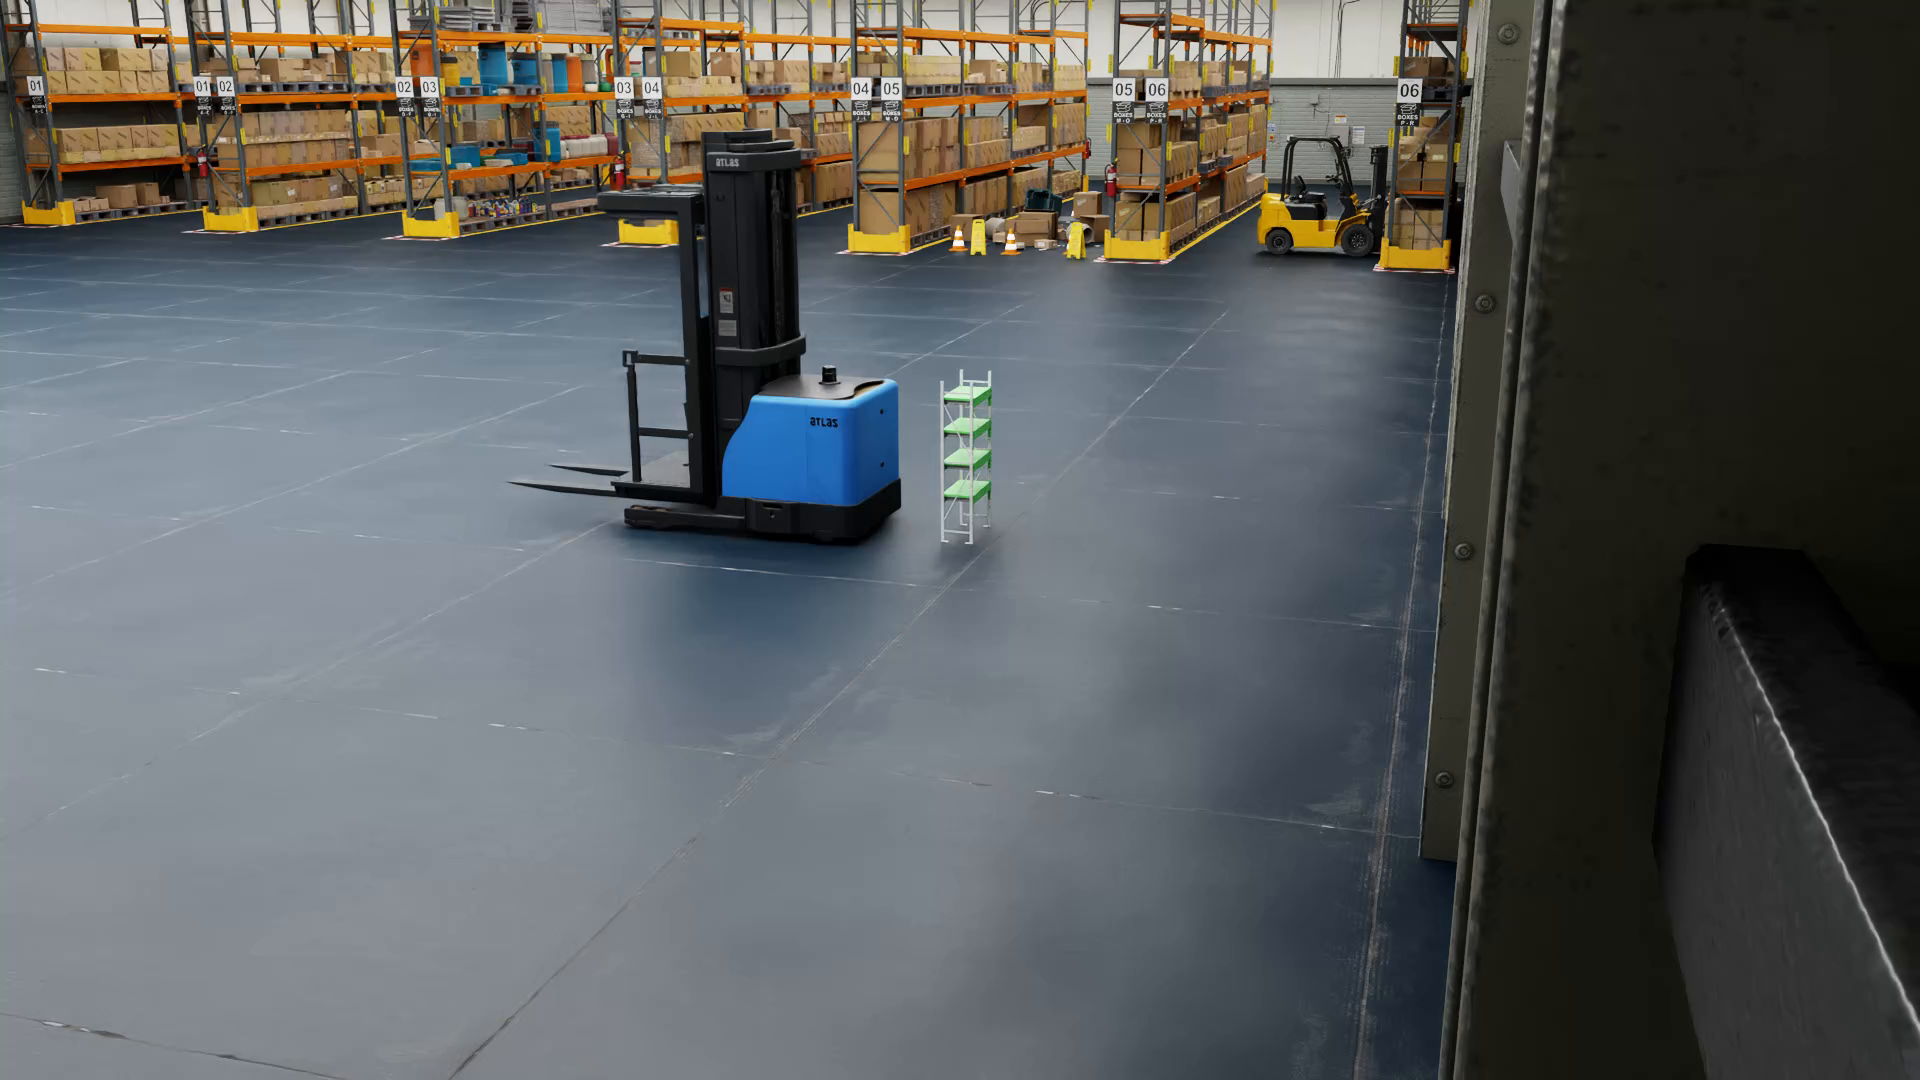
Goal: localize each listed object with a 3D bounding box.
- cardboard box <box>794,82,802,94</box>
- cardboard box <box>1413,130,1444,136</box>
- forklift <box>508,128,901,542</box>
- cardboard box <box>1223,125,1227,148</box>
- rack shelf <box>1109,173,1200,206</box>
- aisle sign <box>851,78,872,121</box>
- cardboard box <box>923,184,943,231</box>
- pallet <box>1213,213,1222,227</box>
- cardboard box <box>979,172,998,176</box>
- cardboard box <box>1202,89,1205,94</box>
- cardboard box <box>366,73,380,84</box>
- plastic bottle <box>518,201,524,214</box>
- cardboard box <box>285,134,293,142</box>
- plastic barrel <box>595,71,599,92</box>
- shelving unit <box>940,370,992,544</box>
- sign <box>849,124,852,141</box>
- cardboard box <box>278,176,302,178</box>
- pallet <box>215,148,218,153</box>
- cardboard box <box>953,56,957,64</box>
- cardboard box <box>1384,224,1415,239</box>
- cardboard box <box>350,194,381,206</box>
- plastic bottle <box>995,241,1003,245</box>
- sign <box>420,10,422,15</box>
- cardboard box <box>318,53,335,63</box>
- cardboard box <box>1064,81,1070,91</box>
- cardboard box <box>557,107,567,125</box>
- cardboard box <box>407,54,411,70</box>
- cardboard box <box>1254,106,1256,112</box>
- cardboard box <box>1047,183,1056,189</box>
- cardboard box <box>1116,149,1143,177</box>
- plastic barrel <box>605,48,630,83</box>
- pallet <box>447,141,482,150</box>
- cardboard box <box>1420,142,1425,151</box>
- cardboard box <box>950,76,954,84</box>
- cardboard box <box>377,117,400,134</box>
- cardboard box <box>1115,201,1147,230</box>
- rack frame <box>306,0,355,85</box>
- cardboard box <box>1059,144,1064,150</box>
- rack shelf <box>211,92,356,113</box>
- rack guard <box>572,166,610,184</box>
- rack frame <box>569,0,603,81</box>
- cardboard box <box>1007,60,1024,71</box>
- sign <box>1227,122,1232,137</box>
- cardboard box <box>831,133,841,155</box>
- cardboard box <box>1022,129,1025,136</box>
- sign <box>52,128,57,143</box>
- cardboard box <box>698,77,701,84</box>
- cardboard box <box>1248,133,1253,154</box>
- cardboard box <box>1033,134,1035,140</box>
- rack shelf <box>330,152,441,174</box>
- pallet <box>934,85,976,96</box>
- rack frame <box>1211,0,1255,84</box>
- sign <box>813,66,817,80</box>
[{"bbox_3d":[-4.020,-10.586,38.933,0.500,0.250,0.500,5,16,16],"label":"cardboard box"},{"bbox_3d":[10.556,-9.030,37.711,0.797,0.503,0.637,4,16,15],"label":"cardboard box"},{"bbox_3d":[-2.034,-1.612,12.642,3.031,2.935,1.130,5,17,18],"label":"forklift"},{"bbox_3d":[5.646,-8.974,36.973,0.500,0.500,0.500,4,16,14],"label":"cardboard box"},{"bbox_3d":[3.804,-6.805,32.143,1.077,0.370,4.000,5,16,16],"label":"rack shelf"},{"bbox_3d":[-1.847,-8.241,31.122,0.394,0.787,0.004,5,16,16],"label":"aisle sign"},{"bbox_3d":[-0.901,-6.817,33.989,0.875,0.875,0.875,5,17,16],"label":"cardboard box"},{"bbox_3d":[5.286,-7.175,37.239,1.003,0.211,1.213,5,16,16],"label":"pallet"},{"bbox_3d":[0.677,-8.638,39.723,0.500,0.250,0.500,4,16,15],"label":"cardboard box"},{"bbox_3d":[5.103,-9.813,35.741,0.797,0.503,0.637,5,16,16],"label":"cardboard box"},{"bbox_3d":[-14.288,-11.090,39.938,0.500,0.250,0.500,3,16,10],"label":"cardboard box"},{"bbox_3d":[-9.845,-7.445,37.252,0.061,0.283,0.133,6,17,20],"label":"plastic bottle"},{"bbox_3d":[-15.081,-8.949,37.011,0.380,0.149,0.250,4,16,15],"label":"cardboard box"},{"bbox_3d":[-9.123,-11.313,41.016,0.421,0.512,0.421,0,16,0],"label":"plastic barrel"},{"bbox_3d":[0.047,-0.621,12.318,0.258,1.200,0.503,5,16,16],"label":"shelving unit"},{"bbox_3d":[-2.055,-7.702,31.431,0.100,0.325,0.005,5,16,16],"label":"sign"},{"bbox_3d":[-15.342,-8.094,38.262,0.500,0.500,0.500,5,16,16],"label":"cardboard box"},{"bbox_3d":[-18.763,-10.029,42.541,1.003,0.211,1.213,5,16,16],"label":"pallet"},{"bbox_3d":[-0.273,-9.801,33.937,0.380,0.149,0.250,5,16,16],"label":"cardboard box"},{"bbox_3d":[7.834,-5.515,29.631,0.500,0.250,0.500,4,16,15],"label":"cardboard box"},{"bbox_3d":[-14.274,-8.178,39.933,0.500,0.250,0.500,4,16,15],"label":"cardboard box"},{"bbox_3d":[0.767,-5.907,33.044,0.133,0.061,0.283,-1,16,-3],"label":"plastic bottle"},{"bbox_3d":[-16.496,-16.191,50.920,0.100,0.325,0.005,5,16,16],"label":"sign"},{"bbox_3d":[-17.621,-13.386,46.167,0.500,0.250,0.500,4,16,14],"label":"cardboard box"},{"bbox_3d":[2.556,-11.863,43.435,0.500,0.250,0.500,5,17,18],"label":"cardboard box"},{"bbox_3d":[-11.656,-12.205,47.848,0.500,0.500,0.500,4,16,14],"label":"cardboard box"},{"bbox_3d":[-16.356,-14.100,48.993,0.500,0.500,0.500,5,17,16],"label":"cardboard box"},{"bbox_3d":[7.307,-10.937,42.188,0.380,0.149,0.250,4,16,14],"label":"cardboard box"},{"bbox_3d":[2.281,-9.169,43.067,0.380,0.149,0.250,5,17,18],"label":"cardboard box"},{"bbox_3d":[3.126,-6.983,30.722,0.500,0.500,0.500,4,16,15],"label":"cardboard box"},{"bbox_3d":[-8.577,-11.874,41.640,0.600,0.830,0.708,5,16,16],"label":"plastic barrel"},{"bbox_3d":[-13.364,-10.349,43.671,1.213,0.211,1.003,5,16,16],"label":"pallet"},{"bbox_3d":[8.126,-7.054,29.786,0.380,0.149,0.250,5,17,16],"label":"cardboard box"},{"bbox_3d":[-0.343,-9.351,33.809,0.380,0.149,0.250,5,17,17],"label":"cardboard box"},{"bbox_3d":[-16.933,-11.973,48.496,0.980,0.700,0.700,5,17,17],"label":"cardboard box"},{"bbox_3d":[3.213,-6.098,31.226,0.500,0.500,0.500,5,17,16],"label":"cardboard box"},{"bbox_3d":[-14.626,-12.098,38.492,1.000,3.000,0.127,5,16,16],"label":"rack frame"},{"bbox_3d":[2.510,-10.332,43.718,0.380,0.149,0.250,5,17,17],"label":"cardboard box"},{"bbox_3d":[-15.194,-9.786,37.155,1.077,0.370,4.000,5,16,16],"label":"rack shelf"},{"bbox_3d":[-11.237,-11.129,50.651,1.175,0.500,0.348,5,16,16],"label":"rack guard"},{"bbox_3d":[-11.216,-15.238,49.561,1.000,3.000,0.127,5,16,16],"label":"rack frame"},{"bbox_3d":[1.295,-11.227,39.331,0.396,0.266,0.258,5,16,16],"label":"cardboard box"},{"bbox_3d":[6.032,-9.200,37.293,0.100,0.325,0.005,5,16,16],"label":"sign"},{"bbox_3d":[-3.307,-9.913,41.599,0.500,0.500,0.500,4,16,15],"label":"cardboard box"},{"bbox_3d":[1.350,-9.826,40.076,0.380,0.149,0.250,5,17,18],"label":"cardboard box"},{"bbox_3d":[-19.993,-8.923,36.706,0.100,0.325,0.005,5,16,16],"label":"sign"},{"bbox_3d":[-5.537,-9.420,34.090,0.380,0.149,0.250,4,16,15],"label":"cardboard box"},{"bbox_3d":[7.030,-9.918,41.617,0.500,0.500,0.500,5,17,18],"label":"cardboard box"},{"bbox_3d":[1.652,-9.956,41.080,0.380,0.149,0.250,4,16,13],"label":"cardboard box"},{"bbox_3d":[-14.057,-9.389,41.254,1.077,0.370,4.000,5,16,16],"label":"rack shelf"},{"bbox_3d":[-0.189,-9.627,35.626,0.805,0.209,1.217,4,16,14],"label":"pallet"},{"bbox_3d":[6.646,-12.654,40.450,1.000,3.000,0.127,5,16,16],"label":"rack frame"},{"bbox_3d":[-3.473,-11.139,39.659,0.100,0.325,0.005,5,16,16],"label":"sign"}]
